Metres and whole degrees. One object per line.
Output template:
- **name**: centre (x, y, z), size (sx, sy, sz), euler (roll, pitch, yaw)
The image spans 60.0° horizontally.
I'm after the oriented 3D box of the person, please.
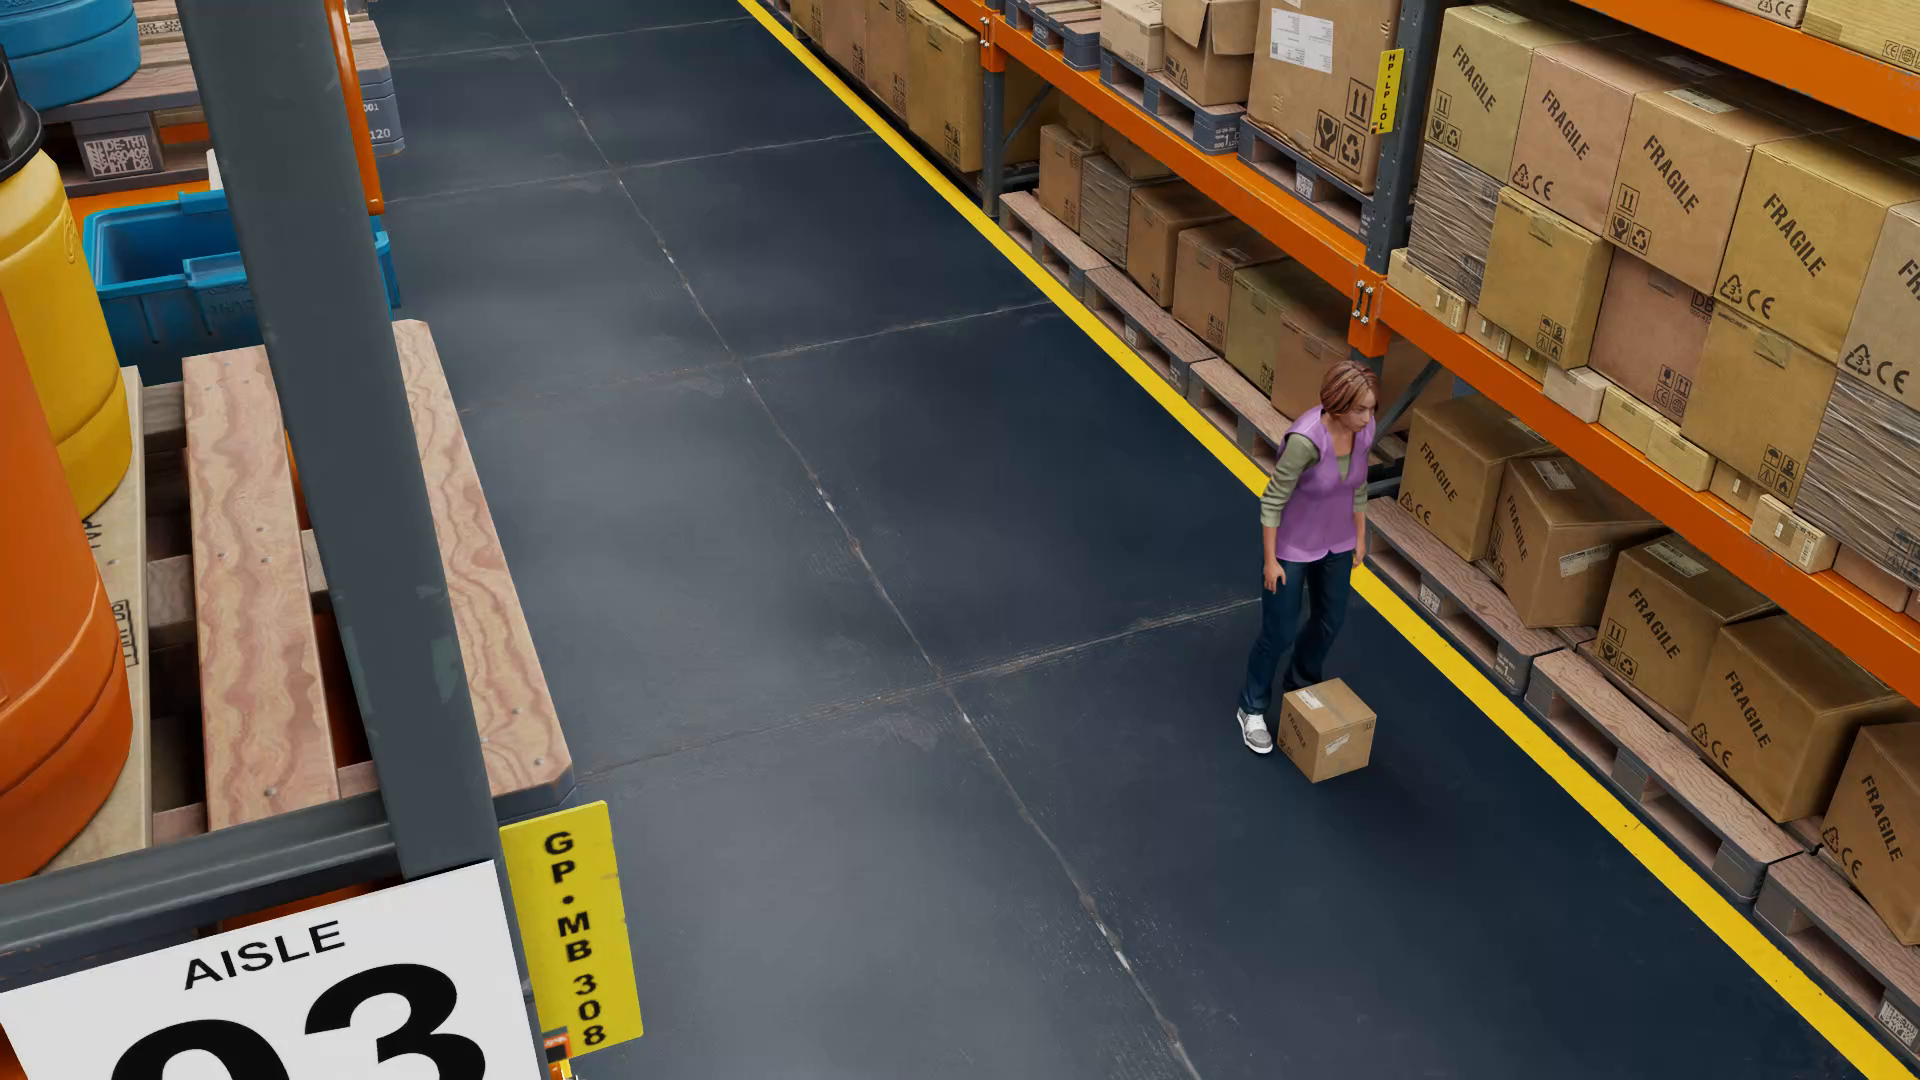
- **person**: centre (1.285, 0.041, 6.092), size (0.480, 1.591, 0.346), euler (-15, 37, -21)
